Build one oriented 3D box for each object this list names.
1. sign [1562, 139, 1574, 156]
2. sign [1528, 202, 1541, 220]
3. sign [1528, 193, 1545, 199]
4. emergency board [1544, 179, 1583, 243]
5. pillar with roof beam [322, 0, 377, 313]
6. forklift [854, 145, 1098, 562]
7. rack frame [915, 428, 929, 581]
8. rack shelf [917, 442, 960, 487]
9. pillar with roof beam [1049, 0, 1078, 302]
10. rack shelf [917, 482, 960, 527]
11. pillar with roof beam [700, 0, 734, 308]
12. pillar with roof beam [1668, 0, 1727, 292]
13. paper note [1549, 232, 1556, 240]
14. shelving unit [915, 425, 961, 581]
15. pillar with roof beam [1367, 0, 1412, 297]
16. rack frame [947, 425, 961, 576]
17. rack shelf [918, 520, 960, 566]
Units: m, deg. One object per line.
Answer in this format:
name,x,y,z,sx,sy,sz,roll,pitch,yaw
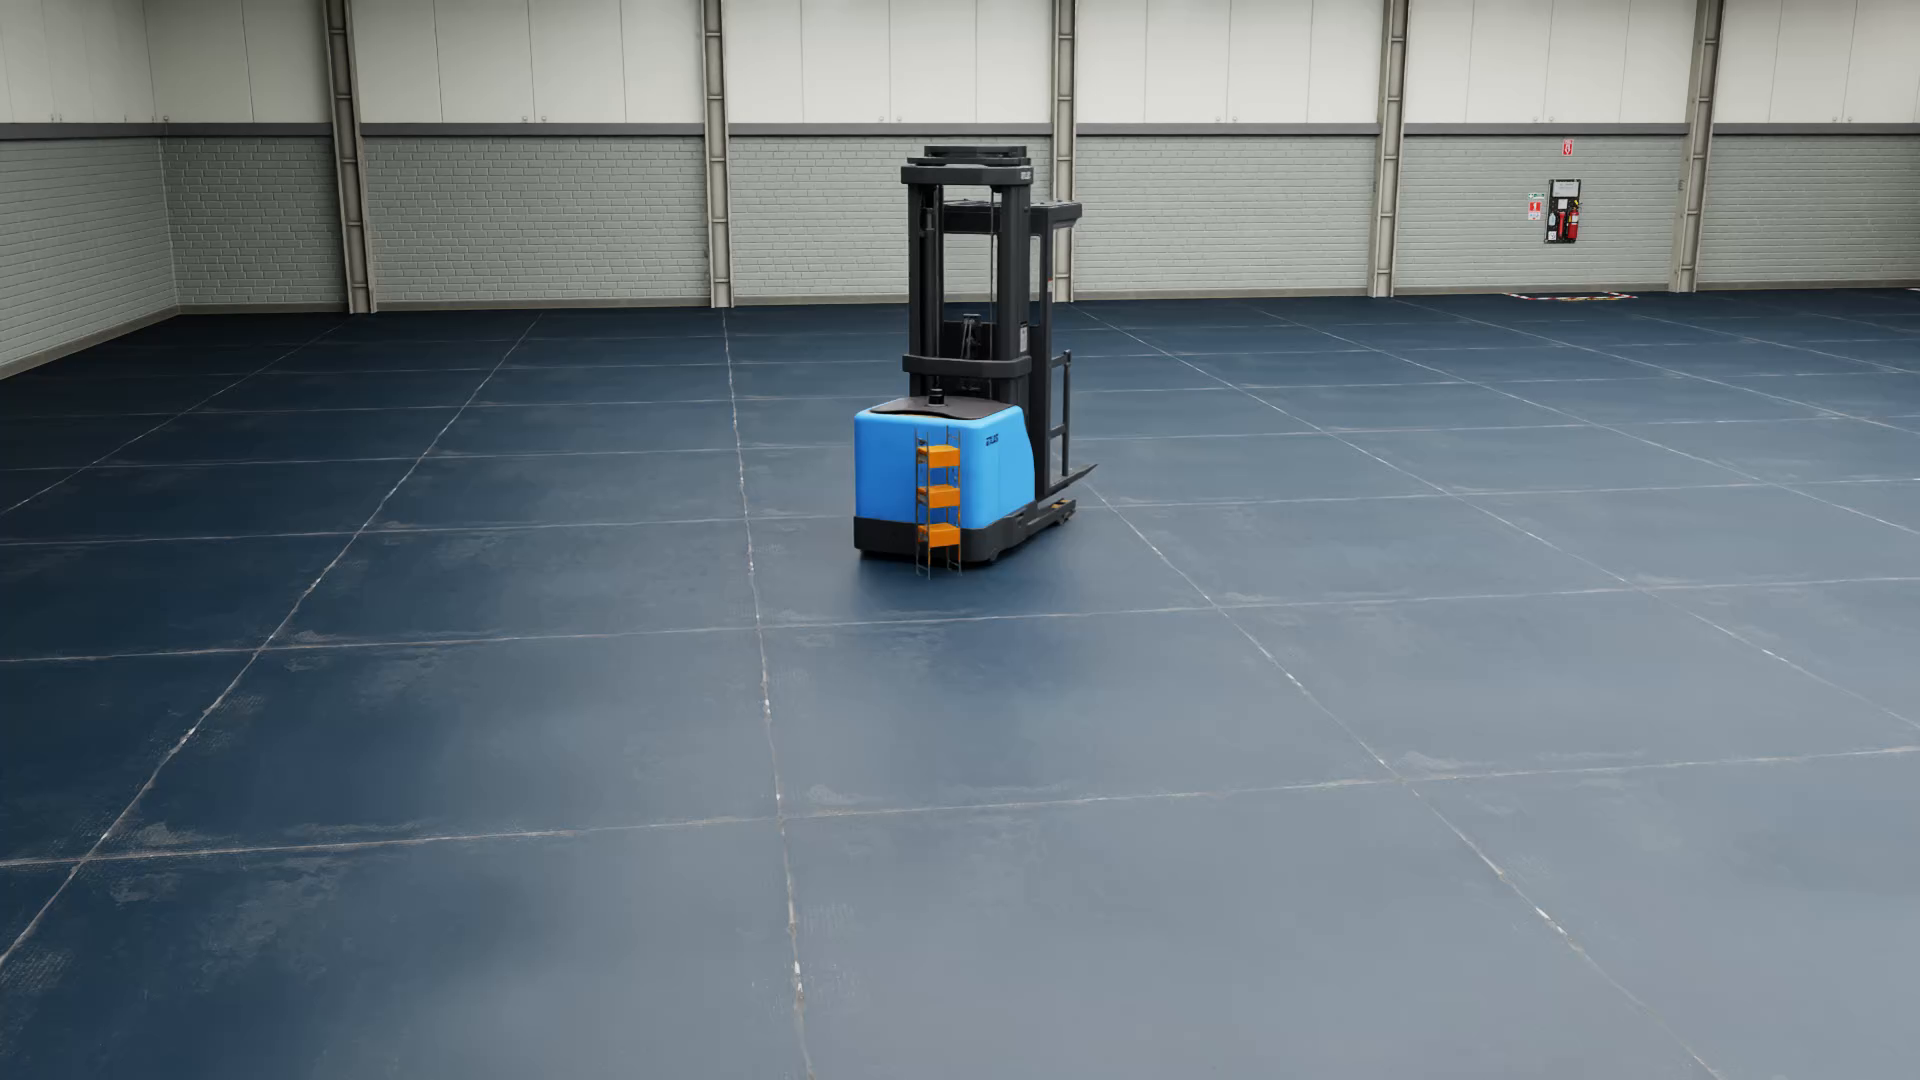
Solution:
sign,11.199,-7.235,30.639,0.199,0.298,0.001,-2,14,-8
sign,10.660,-6.109,30.841,0.234,0.329,0.001,-2,14,-8
sign,10.666,-6.364,30.769,0.331,0.109,0.001,-2,14,-8
emergency board,11.222,-6.087,30.826,0.643,1.169,0.194,-2,14,-8
pillar with roof beam,-9.419,-7.172,22.820,0.400,9.000,9.100,-2,14,-8
forklift,0.282,-1.576,12.981,1.130,2.935,3.031,6,15,23
rack frame,-0.262,-0.247,11.550,0.008,1.050,0.200,-7,16,-26
rack shelf,-0.153,-0.526,11.537,0.240,0.259,0.215,-7,16,-26
pillar with roof beam,2.447,-7.607,24.554,0.400,9.000,9.100,-2,14,-8
rack shelf,-0.153,-0.251,11.606,0.240,0.259,0.215,-7,16,-26
pillar with roof beam,-3.486,-7.389,23.687,0.400,9.000,9.100,-2,14,-8
pillar with roof beam,14.313,-8.042,26.288,0.400,9.000,9.100,-2,14,-8
paper note,11.037,-5.670,30.974,0.142,0.148,0.016,-2,14,-8
shelving unit,-0.153,-0.261,11.604,0.252,1.050,0.215,-7,16,-26
pillar with roof beam,8.380,-7.824,25.421,0.400,9.000,9.100,-2,14,-8
rack frame,-0.045,-0.274,11.658,0.008,1.050,0.200,-7,16,-26
rack shelf,-0.153,0.019,11.674,0.240,0.259,0.215,-7,16,-26
